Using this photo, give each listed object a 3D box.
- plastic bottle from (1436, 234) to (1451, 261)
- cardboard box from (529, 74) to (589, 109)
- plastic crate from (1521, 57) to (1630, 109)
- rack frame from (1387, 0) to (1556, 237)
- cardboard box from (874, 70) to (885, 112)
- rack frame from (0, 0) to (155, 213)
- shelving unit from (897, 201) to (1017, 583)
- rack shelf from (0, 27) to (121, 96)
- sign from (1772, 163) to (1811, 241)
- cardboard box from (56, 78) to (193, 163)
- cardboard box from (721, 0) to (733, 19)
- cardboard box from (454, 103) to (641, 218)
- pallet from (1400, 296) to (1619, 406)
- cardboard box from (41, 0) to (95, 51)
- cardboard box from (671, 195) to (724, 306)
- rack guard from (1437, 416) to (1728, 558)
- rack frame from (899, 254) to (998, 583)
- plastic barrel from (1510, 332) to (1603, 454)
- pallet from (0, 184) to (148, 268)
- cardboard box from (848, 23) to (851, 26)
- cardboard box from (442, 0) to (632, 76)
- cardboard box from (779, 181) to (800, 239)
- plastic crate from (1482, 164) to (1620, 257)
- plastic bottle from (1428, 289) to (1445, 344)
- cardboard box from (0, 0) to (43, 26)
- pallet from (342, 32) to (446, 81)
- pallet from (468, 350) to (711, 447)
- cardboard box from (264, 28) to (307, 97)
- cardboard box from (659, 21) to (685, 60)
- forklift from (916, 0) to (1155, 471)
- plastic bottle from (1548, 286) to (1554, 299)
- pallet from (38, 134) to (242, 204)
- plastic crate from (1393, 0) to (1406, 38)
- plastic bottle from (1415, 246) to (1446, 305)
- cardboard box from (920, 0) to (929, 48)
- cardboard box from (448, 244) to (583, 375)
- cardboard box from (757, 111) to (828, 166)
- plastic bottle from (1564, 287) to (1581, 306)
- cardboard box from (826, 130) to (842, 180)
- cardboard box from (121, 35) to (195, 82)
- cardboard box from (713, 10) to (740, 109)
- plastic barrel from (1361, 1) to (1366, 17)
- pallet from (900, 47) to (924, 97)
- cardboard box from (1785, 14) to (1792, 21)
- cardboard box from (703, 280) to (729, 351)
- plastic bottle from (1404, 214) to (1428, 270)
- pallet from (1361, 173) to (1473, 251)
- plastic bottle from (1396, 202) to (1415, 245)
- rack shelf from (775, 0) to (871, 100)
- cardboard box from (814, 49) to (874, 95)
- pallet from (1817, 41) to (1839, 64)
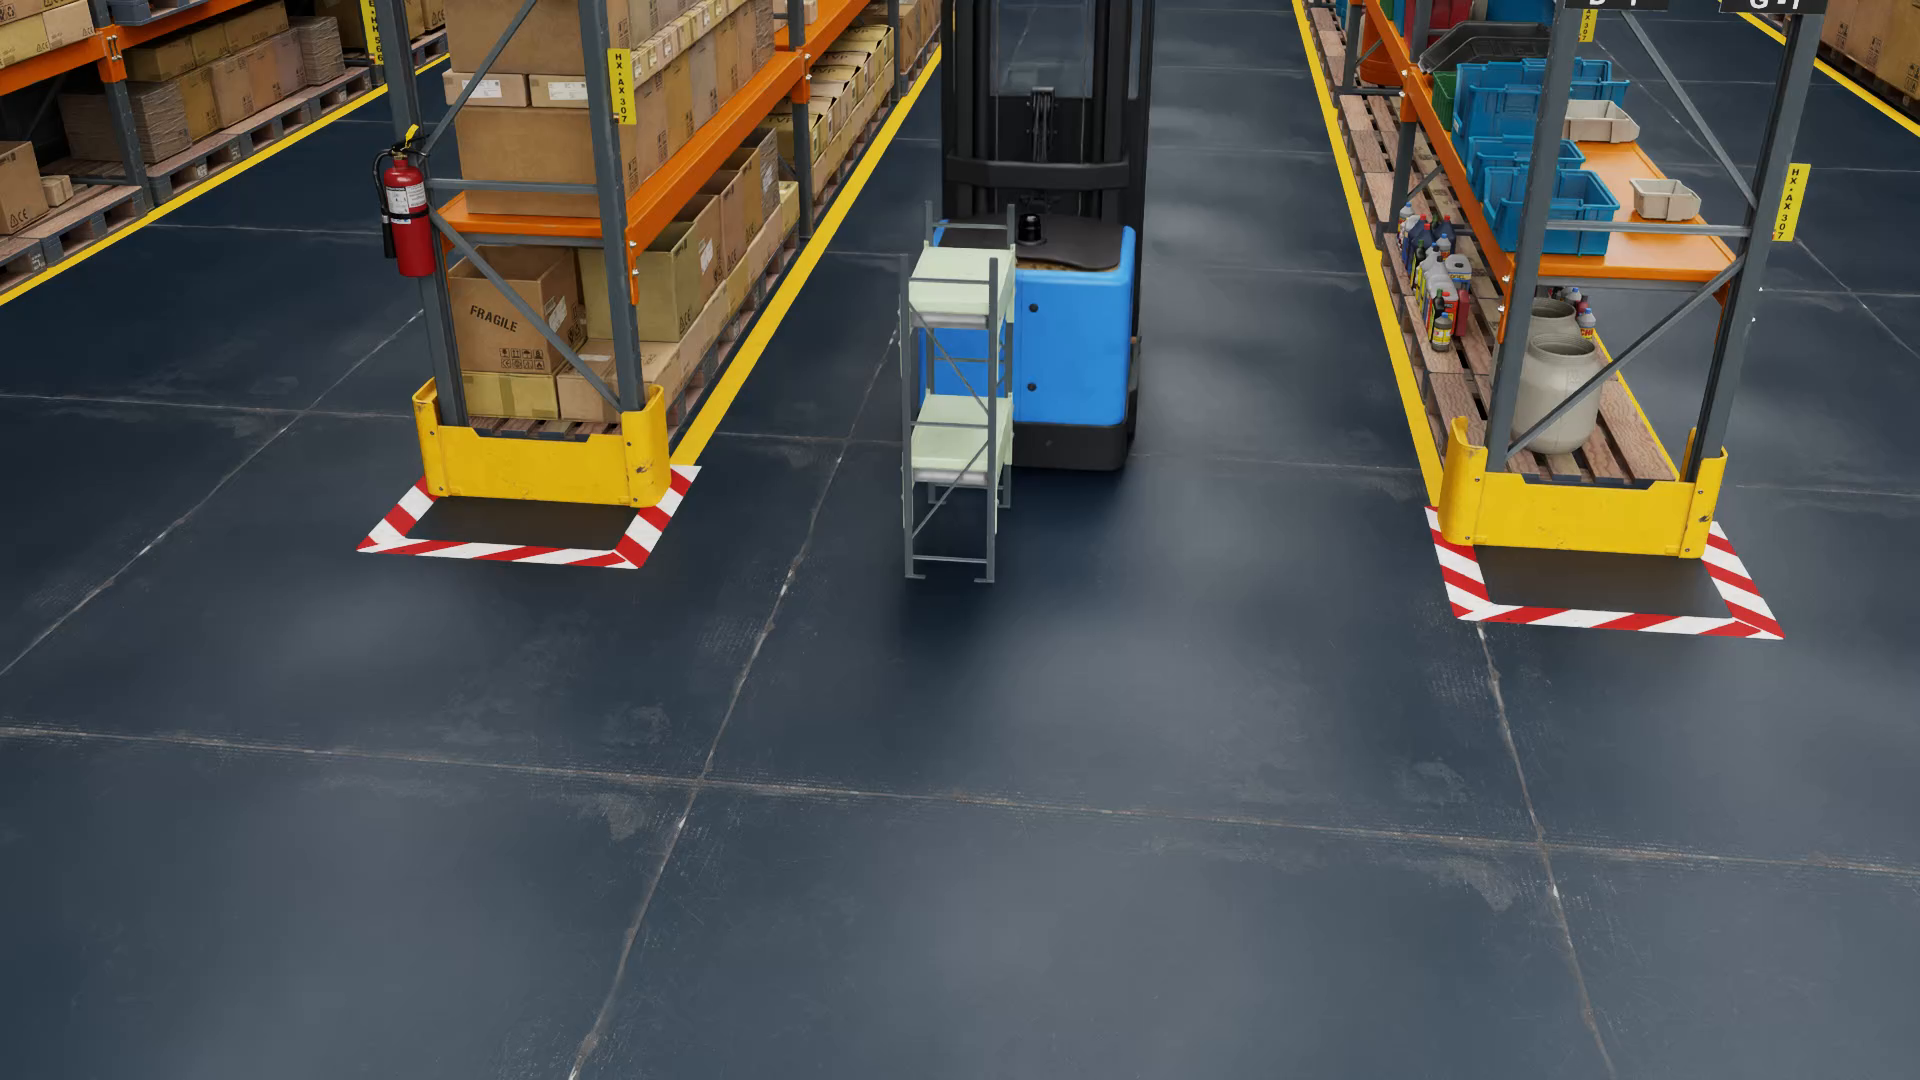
[{"bbox_3d":[2.970,-1.754,10.257,0.097,0.271,0.097,0,28,0],"label":"plastic bottle"},{"bbox_3d":[-1.766,-2.101,7.699,0.380,0.149,0.250,3,28,6],"label":"cardboard box"},{"bbox_3d":[3.512,-2.591,9.553,0.499,0.251,0.616,3,28,6],"label":"plastic crate"},{"bbox_3d":[3.378,-3.193,10.514,1.000,3.000,0.127,3,28,6],"label":"rack frame"},{"bbox_3d":[-0.929,-3.835,14.162,0.500,0.250,0.500,3,28,6],"label":"cardboard box"},{"bbox_3d":[-6.454,-3.769,11.583,1.000,3.000,0.127,3,28,6],"label":"rack frame"},{"bbox_3d":[-0.001,-0.657,7.388,0.431,1.500,0.755,3,28,6],"label":"shelving unit"},{"bbox_3d":[-6.699,-2.511,10.006,1.077,0.370,4.000,3,28,6],"label":"rack shelf"},{"bbox_3d":[3.434,-1.398,6.890,0.100,0.325,0.005,3,28,6],"label":"sign"},{"bbox_3d":[-6.380,-3.209,12.716,0.700,0.500,0.500,4,29,8],"label":"cardboard box"},{"bbox_3d":[-1.515,-3.074,9.504,0.380,0.149,0.250,4,29,8],"label":"cardboard box"},{"bbox_3d":[-1.958,-1.863,7.940,0.700,0.500,0.500,3,28,6],"label":"cardboard box"},{"bbox_3d":[3.108,-1.076,9.524,1.003,0.211,1.213,3,28,6],"label":"pallet"},{"bbox_3d":[-6.211,-3.471,11.167,0.500,0.250,0.500,3,29,6],"label":"cardboard box"},{"bbox_3d":[-1.633,-1.615,9.251,0.500,0.500,0.500,3,28,6],"label":"cardboard box"},{"bbox_3d":[2.851,-0.248,7.683,1.175,0.500,0.348,3,28,6],"label":"rack guard"},{"bbox_3d":[-0.046,-0.485,7.069,0.400,1.500,0.023,3,28,6],"label":"rack frame"},{"bbox_3d":[2.893,-0.714,8.093,0.421,0.512,0.421,0,28,0],"label":"plastic barrel"},{"bbox_3d":[-6.501,-2.223,11.653,1.003,0.211,1.213,3,28,6],"label":"pallet"},{"bbox_3d":[-1.166,-4.913,15.878,0.500,0.500,0.500,4,29,8],"label":"cardboard box"},{"bbox_3d":[-1.951,-2.459,7.678,0.700,0.500,0.500,3,29,6],"label":"cardboard box"},{"bbox_3d":[-1.377,-2.226,11.175,0.500,0.250,0.500,3,28,6],"label":"cardboard box"},{"bbox_3d":[2.652,-1.498,7.524,0.499,0.251,0.616,3,28,6],"label":"plastic crate"},{"bbox_3d":[2.674,-1.254,9.315,0.061,0.283,0.133,4,29,7],"label":"plastic bottle"},{"bbox_3d":[-6.261,-3.566,10.553,0.500,0.500,0.500,3,28,6],"label":"cardboard box"},{"bbox_3d":[-5.793,-4.791,16.420,1.003,0.211,1.213,3,28,6],"label":"pallet"},{"bbox_3d":[-1.975,-0.735,8.891,1.003,0.211,1.213,3,28,6],"label":"pallet"},{"bbox_3d":[-6.179,-4.167,14.494,0.700,0.500,0.500,3,28,6],"label":"cardboard box"},{"bbox_3d":[-1.641,-2.588,8.601,0.380,0.149,0.250,2,28,4],"label":"cardboard box"},{"bbox_3d":[0.476,-2.306,8.940,1.130,2.935,3.031,3,28,6],"label":"forklift"},{"bbox_3d":[3.511,-1.459,9.782,0.097,0.201,0.097,0,28,0],"label":"plastic bottle"},{"bbox_3d":[-6.360,-2.908,12.925,1.003,0.211,1.213,3,28,6],"label":"pallet"},{"bbox_3d":[3.205,-3.723,11.515,0.392,0.384,0.575,3,28,6],"label":"plastic crate"},{"bbox_3d":[2.792,-1.576,9.841,0.144,0.351,0.185,3,28,6],"label":"plastic bottle"},{"bbox_3d":[-0.583,-5.139,16.298,0.500,0.500,0.500,3,28,6],"label":"cardboard box"},{"bbox_3d":[-2.257,-1.174,8.432,0.500,0.500,0.500,3,28,6],"label":"cardboard box"},{"bbox_3d":[-1.239,-2.884,11.805,0.500,0.311,0.500,3,29,6],"label":"cardboard box"},{"bbox_3d":[3.462,-1.299,9.412,0.097,0.271,0.097,0,28,0],"label":"plastic bottle"},{"bbox_3d":[-1.178,-2.873,12.376,0.500,0.250,0.500,4,29,7],"label":"cardboard box"},{"bbox_3d":[-6.330,-3.747,12.923,0.500,0.250,0.500,3,28,5],"label":"cardboard box"},{"bbox_3d":[-1.709,-2.833,9.740,0.700,0.500,0.500,4,29,7],"label":"cardboard box"},{"bbox_3d":[4.050,-4.962,15.897,0.600,0.588,0.708,3,28,6],"label":"plastic barrel"},{"bbox_3d":[-0.918,-4.487,15.856,1.003,0.211,1.213,3,28,6],"label":"pallet"},{"bbox_3d":[9.216,-5.618,16.813,1.225,0.875,0.875,3,29,6],"label":"cardboard box"},{"bbox_3d":[-1.622,-1.284,9.428,0.500,0.250,0.500,3,28,6],"label":"cardboard box"},{"bbox_3d":[2.867,-1.865,10.377,0.144,0.351,0.185,4,29,8],"label":"plastic bottle"},{"bbox_3d":[3.436,-2.337,11.866,1.003,0.211,1.213,3,28,6],"label":"pallet"},{"bbox_3d":[2.904,-2.061,10.826,0.097,0.271,0.097,0,28,0],"label":"plastic bottle"},{"bbox_3d":[-1.292,-4.107,12.970,1.077,0.370,4.000,3,28,6],"label":"rack shelf"},{"bbox_3d":[-0.989,-3.843,13.586,0.500,0.311,0.500,3,28,6],"label":"cardboard box"},{"bbox_3d":[9.254,-5.076,16.949,1.003,0.211,1.213,3,28,6],"label":"pallet"}]
